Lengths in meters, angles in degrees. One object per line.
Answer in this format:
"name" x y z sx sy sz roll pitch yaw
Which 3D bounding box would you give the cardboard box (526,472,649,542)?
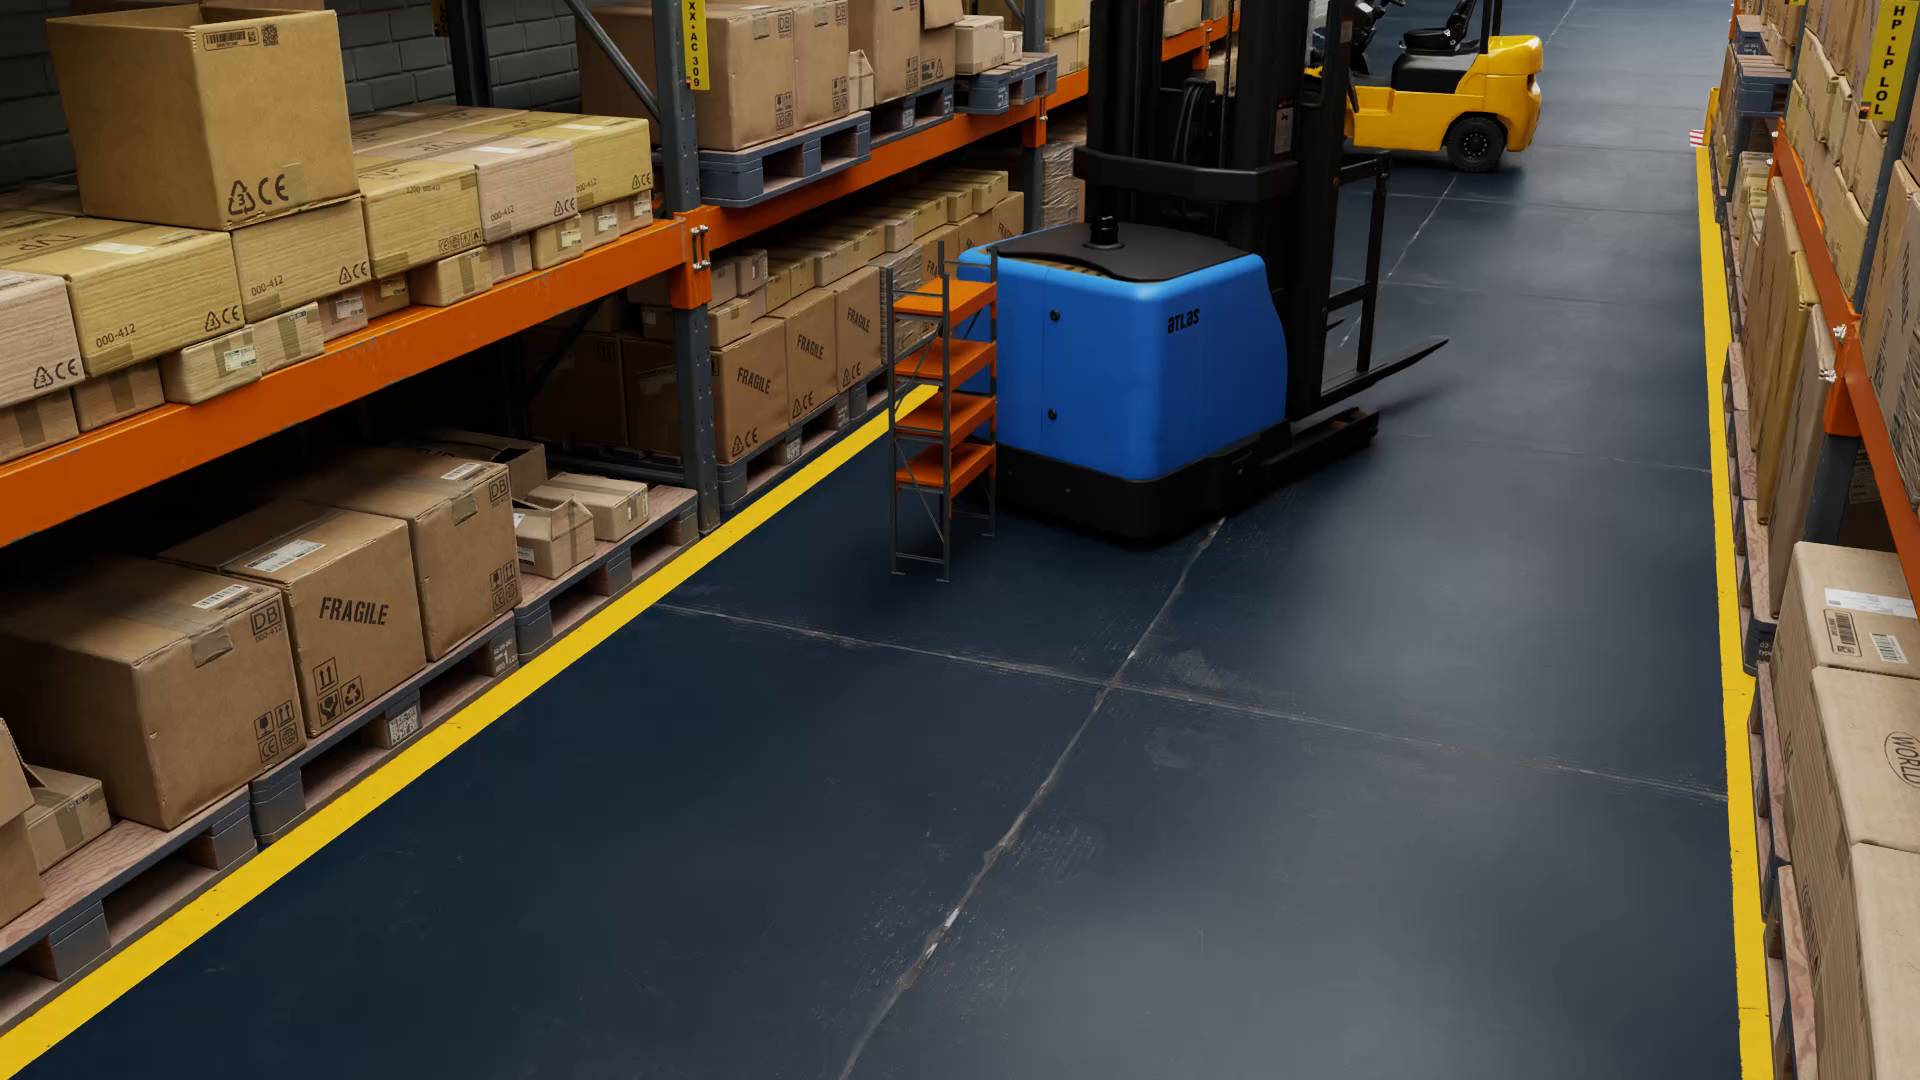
"cardboard box" -1.411 -0.127 6.316 0.380 0.149 0.250 8 24 18

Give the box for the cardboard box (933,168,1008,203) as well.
"cardboard box" 0.061 -2.048 9.618 0.380 0.149 0.250 8 24 17

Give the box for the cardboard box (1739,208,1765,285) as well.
"cardboard box" 5.105 -1.659 9.695 0.950 0.372 0.625 8 24 19

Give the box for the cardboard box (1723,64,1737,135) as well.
"cardboard box" 6.451 -3.530 13.358 0.500 0.500 0.500 10 25 23

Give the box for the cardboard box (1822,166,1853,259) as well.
"cardboard box" 3.256 -1.090 5.663 0.500 0.250 0.500 8 24 19

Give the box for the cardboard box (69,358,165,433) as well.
"cardboard box" -2.225 -0.395 4.130 0.380 0.149 0.250 9 24 21

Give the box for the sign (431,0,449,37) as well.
"sign" -1.993 -2.102 6.389 0.100 0.325 0.005 9 24 20

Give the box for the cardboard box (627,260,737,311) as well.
"cardboard box" -1.153 -1.066 6.881 0.380 0.149 0.250 8 24 19

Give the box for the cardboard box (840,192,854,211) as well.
"cardboard box" -0.803 -1.843 9.128 0.380 0.149 0.250 8 24 18

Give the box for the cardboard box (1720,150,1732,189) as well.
"cardboard box" 6.075 -2.819 12.629 0.500 0.250 0.500 10 25 22

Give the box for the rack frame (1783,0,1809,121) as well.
"rack frame" 4.619 -2.212 8.154 1.000 3.000 0.127 9 24 20

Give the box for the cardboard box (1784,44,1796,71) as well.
"cardboard box" 4.555 -2.547 8.738 0.380 0.149 0.250 9 24 21

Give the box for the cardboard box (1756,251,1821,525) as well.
"cardboard box" 3.617 -0.552 6.391 0.875 0.875 0.875 10 24 22

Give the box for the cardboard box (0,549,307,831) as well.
"cardboard box" -2.294 0.395 4.610 0.700 0.500 0.500 10 25 22

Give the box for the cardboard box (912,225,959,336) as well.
"cardboard box" -0.336 -1.414 8.943 0.500 0.500 0.500 10 25 22

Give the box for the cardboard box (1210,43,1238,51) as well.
"cardboard box" 2.339 -4.229 14.707 0.500 0.250 0.500 10 25 22

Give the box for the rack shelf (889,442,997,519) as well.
"rack shelf" -0.061 -0.249 6.479 0.258 0.148 0.480 9 24 20

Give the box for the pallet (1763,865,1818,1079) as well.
"pallet" 2.326 1.205 3.591 1.003 0.211 1.213 9 24 20

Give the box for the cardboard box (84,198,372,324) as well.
"cardboard box" -2.001 -0.799 4.579 0.500 0.250 0.500 8 24 19

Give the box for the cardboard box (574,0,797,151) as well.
"cardboard box" -1.089 -1.871 6.663 0.700 0.500 0.500 9 24 21

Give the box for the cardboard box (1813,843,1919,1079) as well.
"cardboard box" 2.132 1.060 3.100 0.875 0.438 0.875 9 24 21

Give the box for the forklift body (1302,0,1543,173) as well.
"forklift body" 3.970 -4.453 14.620 2.313 2.155 1.214 9 24 20

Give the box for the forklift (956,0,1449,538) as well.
"forklift" 1.315 -1.849 7.373 1.130 2.935 3.031 19 29 37

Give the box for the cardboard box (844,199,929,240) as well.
"cardboard box" -0.383 -1.681 8.739 0.380 0.149 0.250 8 24 19

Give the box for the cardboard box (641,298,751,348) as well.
"cardboard box" -1.097 -0.920 6.917 0.380 0.149 0.250 10 25 23

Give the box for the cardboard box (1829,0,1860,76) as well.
"cardboard box" 3.636 -2.036 6.306 0.500 0.500 0.500 9 24 21

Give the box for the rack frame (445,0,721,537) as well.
"rack frame" -1.477 -1.490 6.425 1.000 3.000 0.127 9 24 20

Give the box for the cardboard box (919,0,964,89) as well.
"cardboard box" -0.426 -2.552 8.290 0.797 0.503 0.637 8 24 19

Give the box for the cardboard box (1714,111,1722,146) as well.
"cardboard box" 6.838 -3.569 14.426 0.500 0.250 0.500 10 25 22

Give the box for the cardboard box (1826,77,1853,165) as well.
"cardboard box" 3.437 -1.501 5.997 0.500 0.250 0.500 9 24 21

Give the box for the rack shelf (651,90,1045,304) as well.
"rack shelf" -0.734 -1.874 8.277 1.077 0.370 4.000 9 24 20

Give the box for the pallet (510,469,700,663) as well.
"pallet" -1.733 0.042 6.375 1.003 0.211 1.213 9 24 20

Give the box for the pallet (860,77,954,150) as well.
"pallet" -0.709 -2.136 8.222 1.003 0.211 1.213 9 24 20

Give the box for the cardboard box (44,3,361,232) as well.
"cardboard box" -1.987 -1.133 4.407 0.500 0.500 0.500 9 24 21

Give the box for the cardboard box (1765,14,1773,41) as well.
"cardboard box" 5.096 -3.106 10.076 0.380 0.149 0.250 10 25 22

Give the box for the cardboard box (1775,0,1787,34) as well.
"cardboard box" 4.712 -2.978 8.928 0.500 0.500 0.500 8 24 19

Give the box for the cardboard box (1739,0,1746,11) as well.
"cardboard box" 6.881 -4.607 14.214 0.380 0.149 0.250 9 24 21

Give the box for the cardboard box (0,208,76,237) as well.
"cardboard box" -2.657 -0.690 4.319 0.500 0.250 0.500 10 25 22

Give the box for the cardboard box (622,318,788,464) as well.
"cardboard box" -1.088 -0.671 7.164 0.500 0.500 0.500 10 25 22

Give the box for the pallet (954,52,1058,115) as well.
"pallet" -0.178 -2.580 9.284 1.213 0.211 1.003 9 24 20

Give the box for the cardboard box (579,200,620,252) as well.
"cardboard box" -1.437 -1.128 5.884 0.380 0.149 0.250 9 24 21

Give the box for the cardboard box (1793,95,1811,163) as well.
"cardboard box" 4.029 -1.818 7.404 0.500 0.250 0.500 8 24 19

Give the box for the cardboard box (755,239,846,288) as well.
"cardboard box" -0.764 -1.308 7.846 0.380 0.149 0.250 9 24 20

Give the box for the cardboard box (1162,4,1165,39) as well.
"cardboard box" 1.156 -3.712 11.939 0.500 0.250 0.500 9 24 20

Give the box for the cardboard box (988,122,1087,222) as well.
"cardboard box" 0.489 -2.476 11.321 0.875 0.625 0.625 10 25 22

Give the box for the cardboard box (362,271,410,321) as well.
"cardboard box" -1.902 -0.769 5.026 0.380 0.149 0.250 9 24 21

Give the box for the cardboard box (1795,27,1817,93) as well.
"cardboard box" 4.201 -2.228 7.737 0.500 0.250 0.500 9 24 20

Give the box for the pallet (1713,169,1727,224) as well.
"pallet" 6.321 -2.602 12.706 1.003 0.211 1.213 9 24 20

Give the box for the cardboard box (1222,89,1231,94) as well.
"cardboard box" 1.961 -3.637 13.940 0.500 0.250 0.500 9 24 20

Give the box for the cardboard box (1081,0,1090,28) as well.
"cardboard box" 0.588 -3.386 10.510 0.500 0.250 0.500 10 25 22

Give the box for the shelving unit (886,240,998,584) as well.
"shelving unit" -0.061 -0.494 6.377 0.258 1.200 0.503 9 24 20

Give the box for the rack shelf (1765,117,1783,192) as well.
"rack shelf" 5.362 -2.596 10.006 1.077 0.370 4.000 9 24 20

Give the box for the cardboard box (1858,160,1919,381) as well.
"cardboard box" 2.716 -0.696 4.396 0.500 0.500 0.500 10 25 22

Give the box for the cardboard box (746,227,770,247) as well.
"cardboard box" -1.167 -1.472 8.239 0.380 0.149 0.250 9 24 21

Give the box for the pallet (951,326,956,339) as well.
"pallet" -0.303 -1.373 9.763 1.003 0.211 1.213 9 24 20
